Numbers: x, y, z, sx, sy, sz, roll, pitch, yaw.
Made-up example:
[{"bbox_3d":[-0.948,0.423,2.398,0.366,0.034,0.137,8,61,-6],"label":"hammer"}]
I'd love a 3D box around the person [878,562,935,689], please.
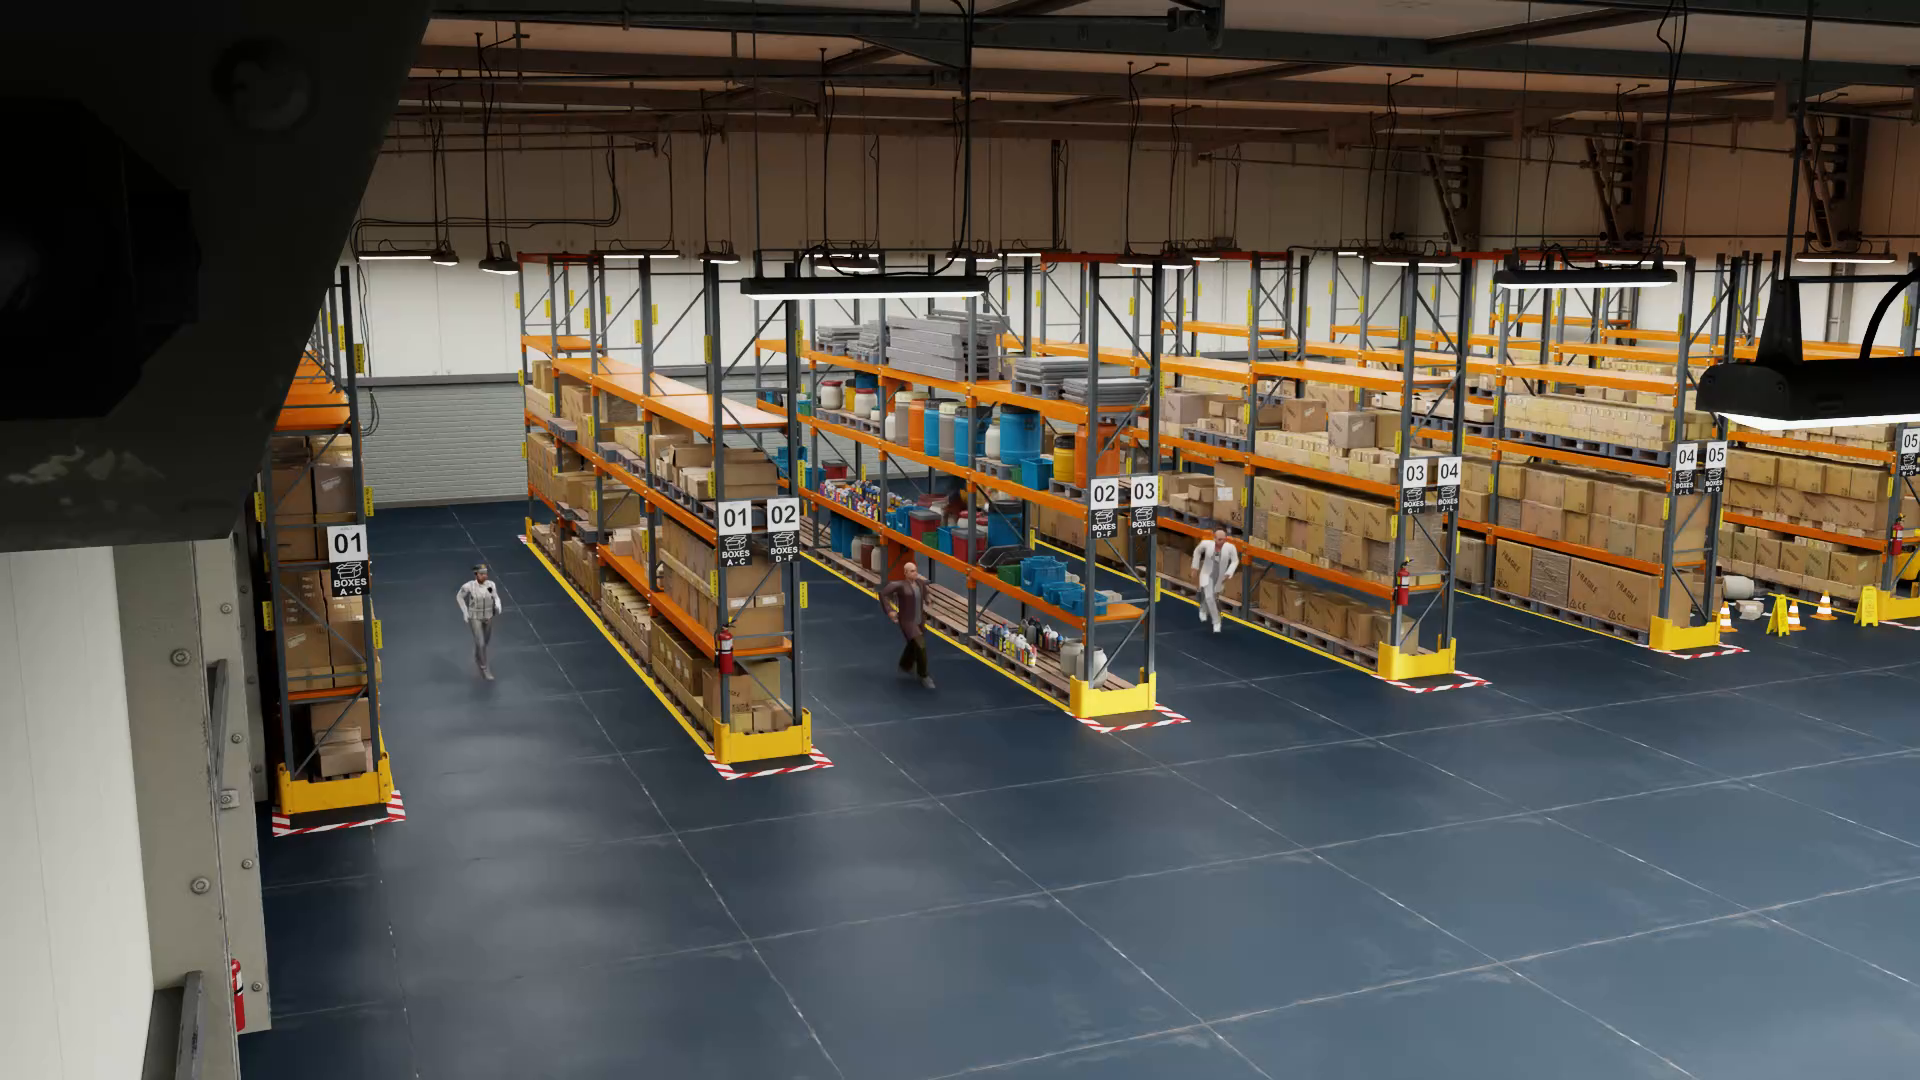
[{"bbox_3d":[-0.743,1.250,23.549,0.789,1.741,0.793,9,14,42],"label":"person"}]

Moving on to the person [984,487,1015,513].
[{"bbox_3d":[0.821,-0.647,33.848,0.657,1.711,0.713,-8,13,-37],"label":"person"}]

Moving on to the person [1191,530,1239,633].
[{"bbox_3d":[4.018,0.571,26.390,0.715,1.622,1.159,0,10,-1],"label":"person"}]

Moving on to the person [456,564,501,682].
[{"bbox_3d":[-6.978,1.144,24.155,0.590,1.681,0.920,-8,13,-36],"label":"person"}]
